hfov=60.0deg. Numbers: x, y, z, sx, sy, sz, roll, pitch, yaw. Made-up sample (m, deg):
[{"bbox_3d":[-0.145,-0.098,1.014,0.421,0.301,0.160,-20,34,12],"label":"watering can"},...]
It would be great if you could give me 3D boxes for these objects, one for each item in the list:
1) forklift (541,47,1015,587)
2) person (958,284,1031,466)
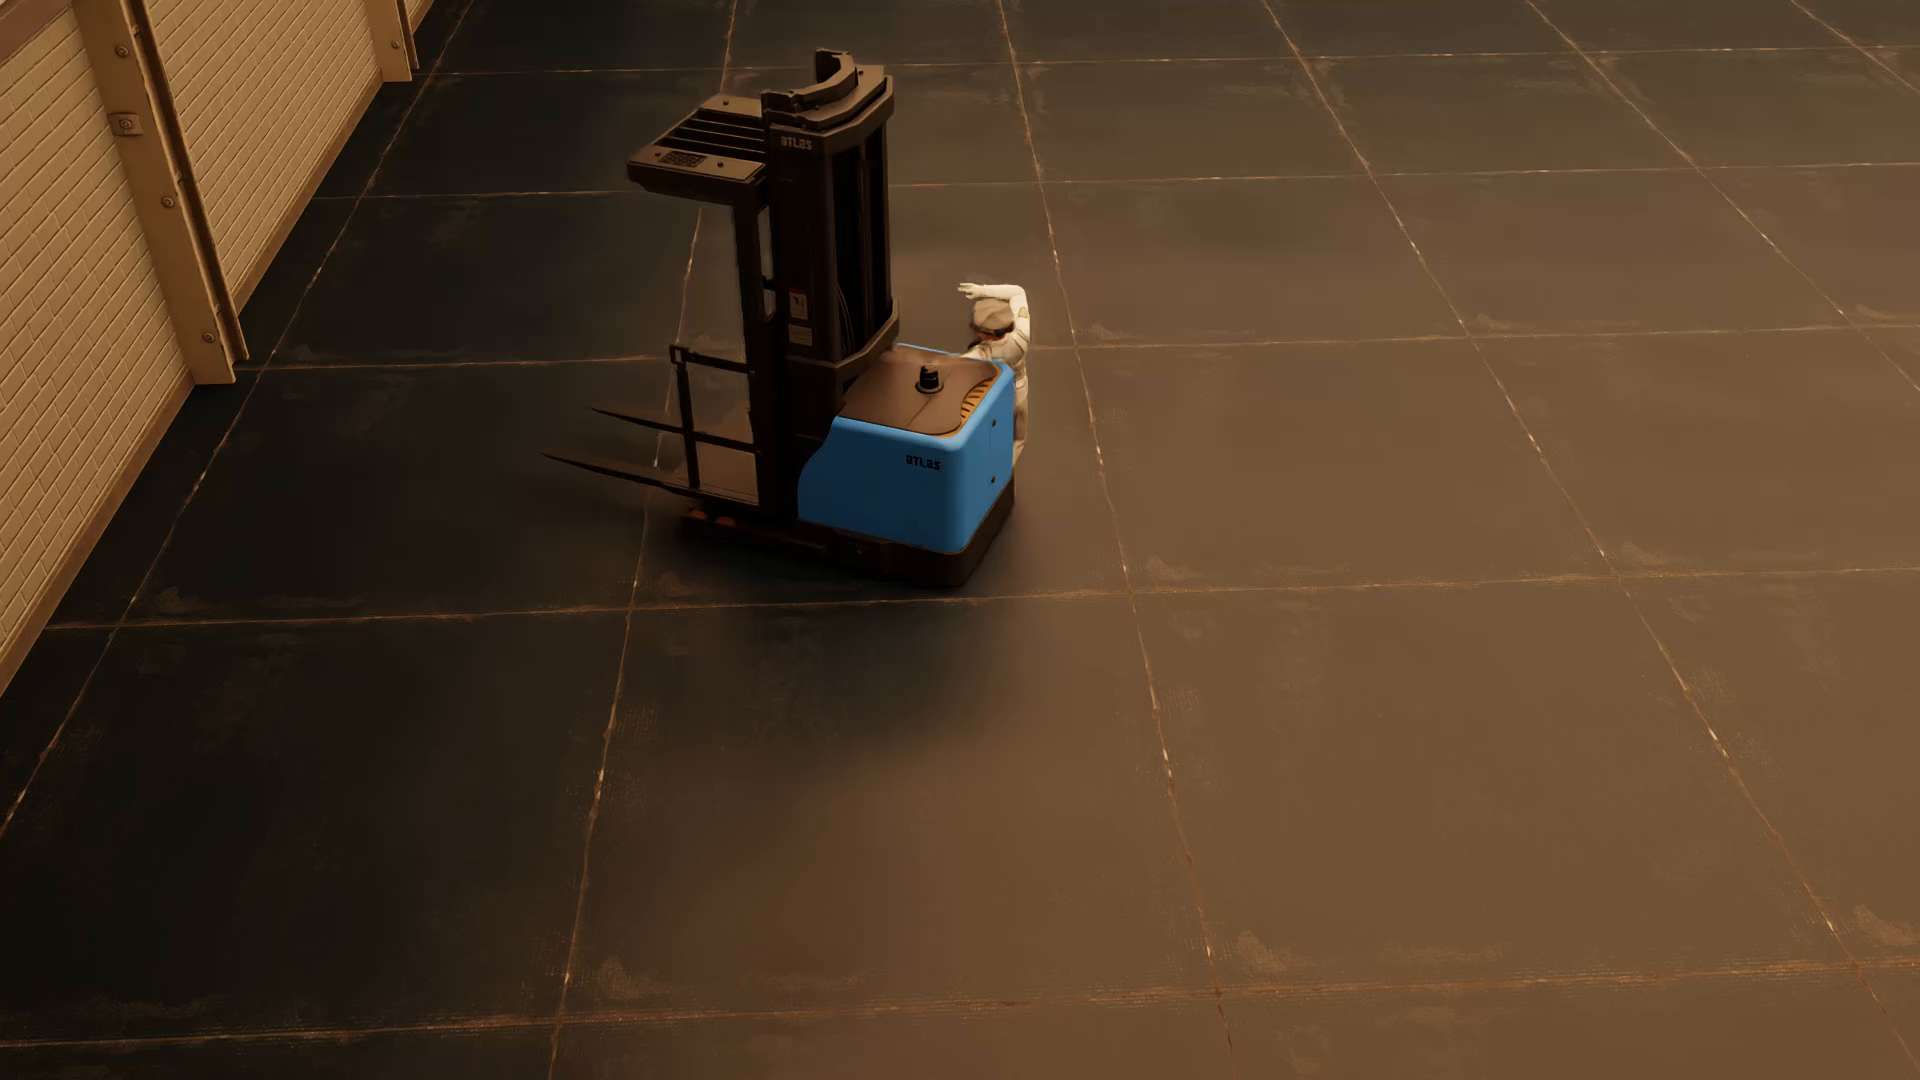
[{"bbox_3d":[-1.223,-1.441,9.989,3.031,2.935,1.130,13,38,17],"label":"forklift"},{"bbox_3d":[-0.048,-0.993,10.686,0.975,1.428,0.848,-3,36,-5],"label":"person"}]
